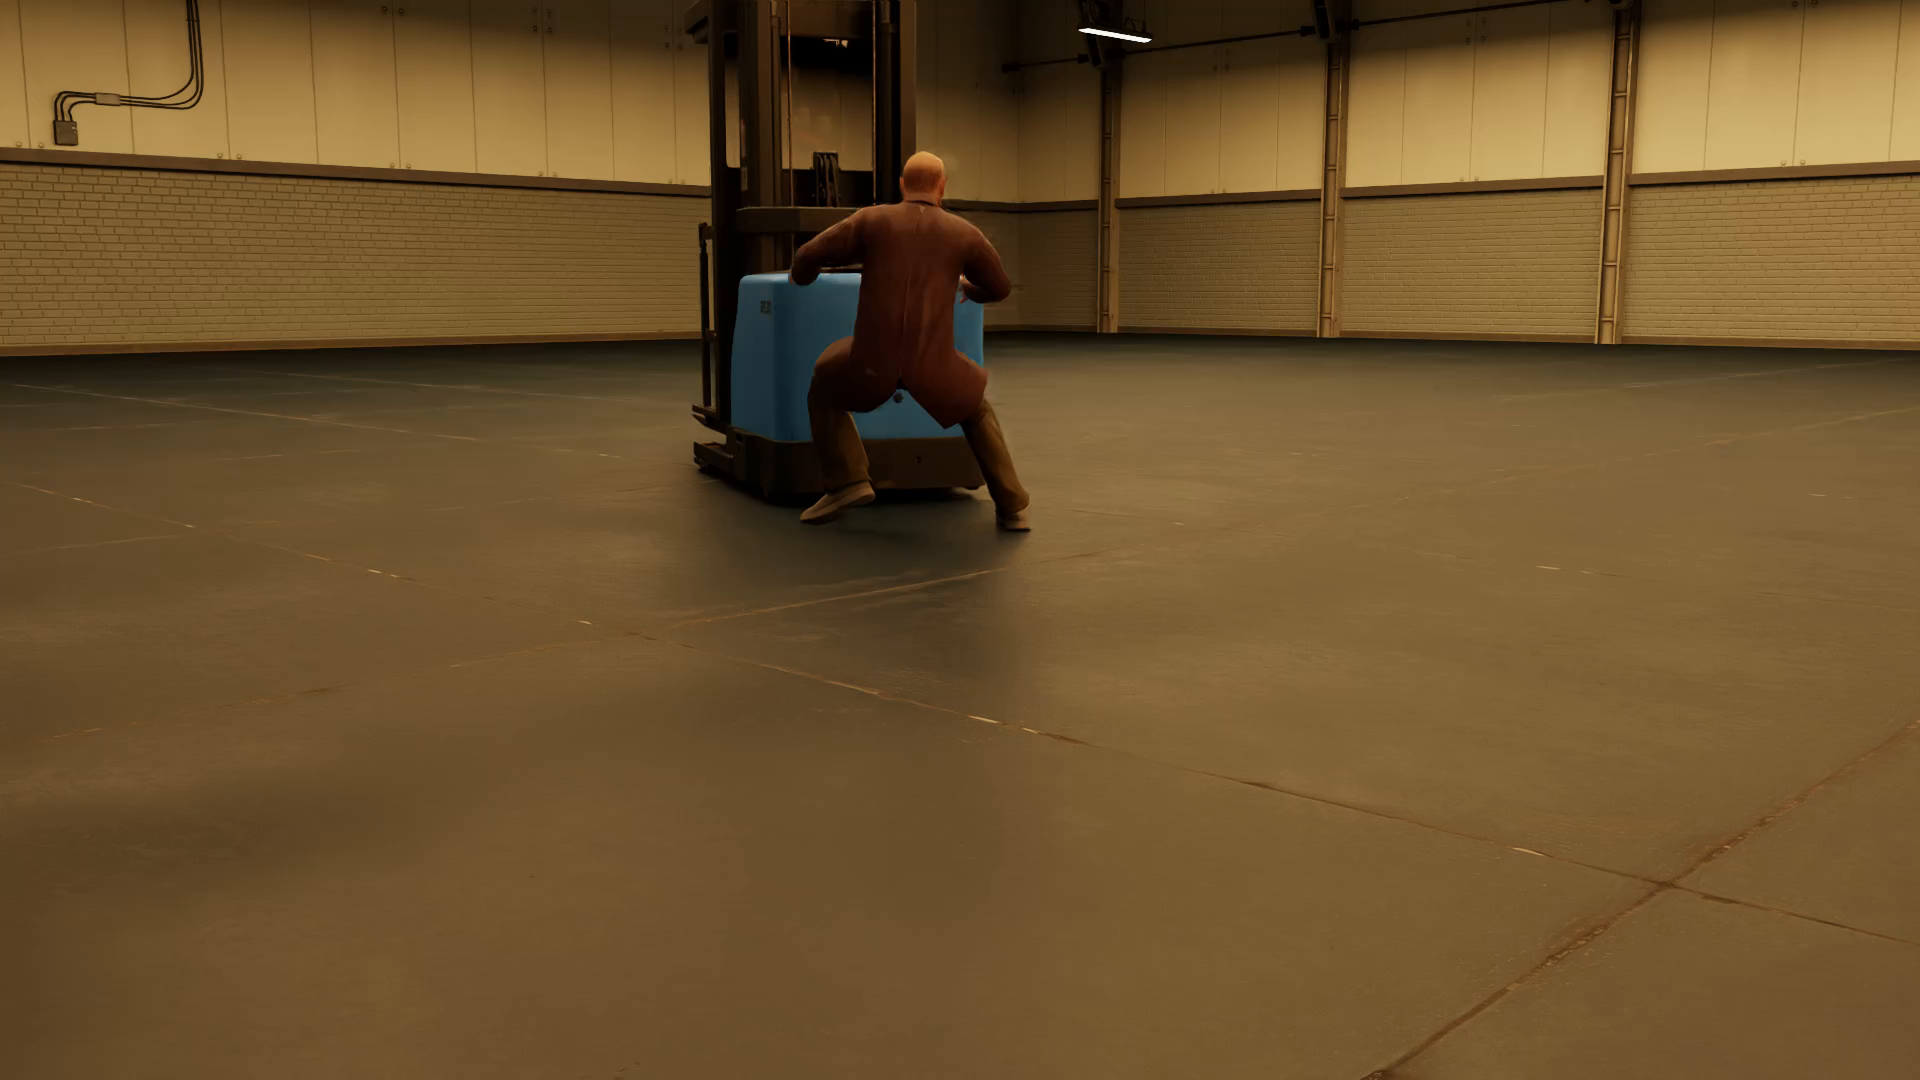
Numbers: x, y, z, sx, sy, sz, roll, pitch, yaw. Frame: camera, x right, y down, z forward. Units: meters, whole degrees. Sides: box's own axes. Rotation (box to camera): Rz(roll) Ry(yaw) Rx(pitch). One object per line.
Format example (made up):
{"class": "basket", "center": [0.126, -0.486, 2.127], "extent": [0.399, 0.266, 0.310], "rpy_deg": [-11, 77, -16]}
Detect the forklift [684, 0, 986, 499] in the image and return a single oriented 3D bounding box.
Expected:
{"class": "forklift", "center": [-0.849, -1.824, 8.987], "extent": [1.130, 2.935, 3.031], "rpy_deg": [-3, 9, -19]}

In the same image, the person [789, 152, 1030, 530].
{"class": "person", "center": [-0.219, -0.817, 6.946], "extent": [1.031, 1.544, 0.780], "rpy_deg": [0, 9, 2]}
